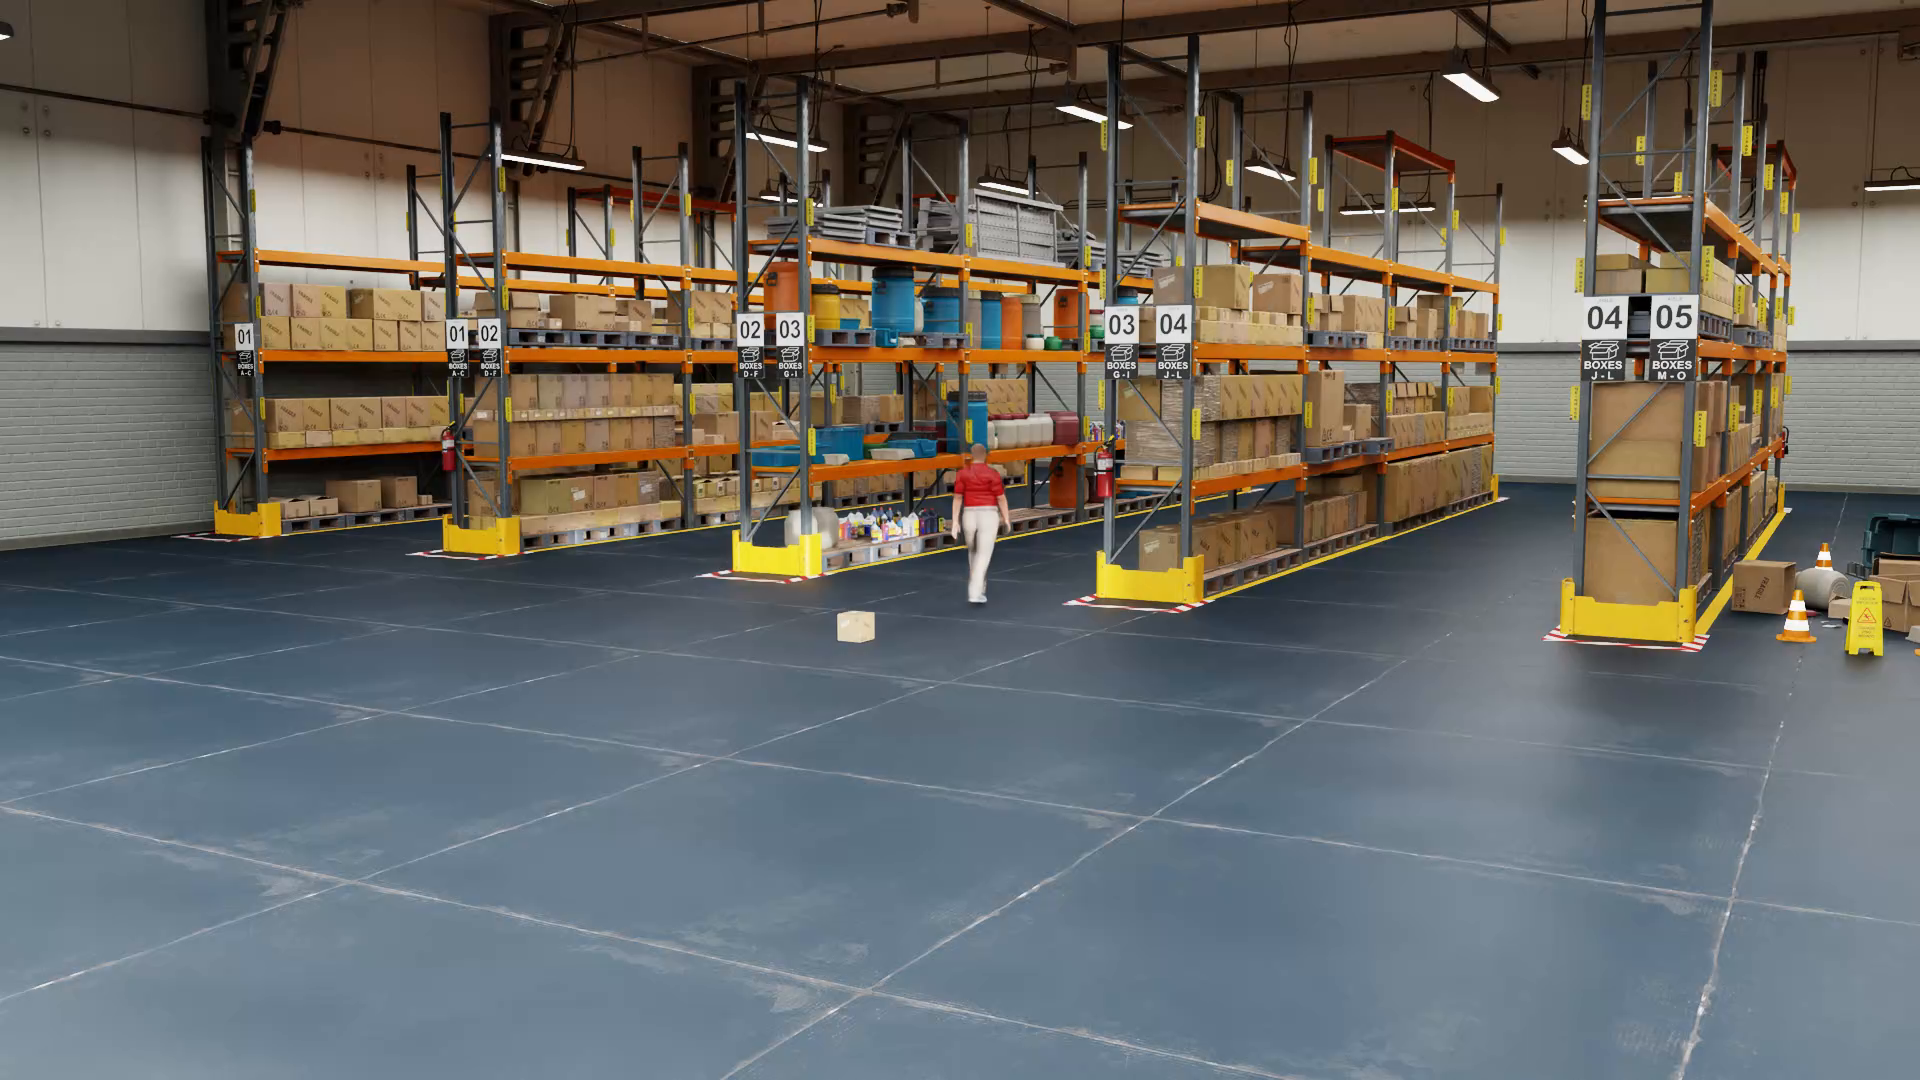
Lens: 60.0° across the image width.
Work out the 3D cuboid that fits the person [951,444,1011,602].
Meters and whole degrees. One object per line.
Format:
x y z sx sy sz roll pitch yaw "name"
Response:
0.256 -0.170 17.957 0.578 1.750 0.816 3 6 25 "person"
